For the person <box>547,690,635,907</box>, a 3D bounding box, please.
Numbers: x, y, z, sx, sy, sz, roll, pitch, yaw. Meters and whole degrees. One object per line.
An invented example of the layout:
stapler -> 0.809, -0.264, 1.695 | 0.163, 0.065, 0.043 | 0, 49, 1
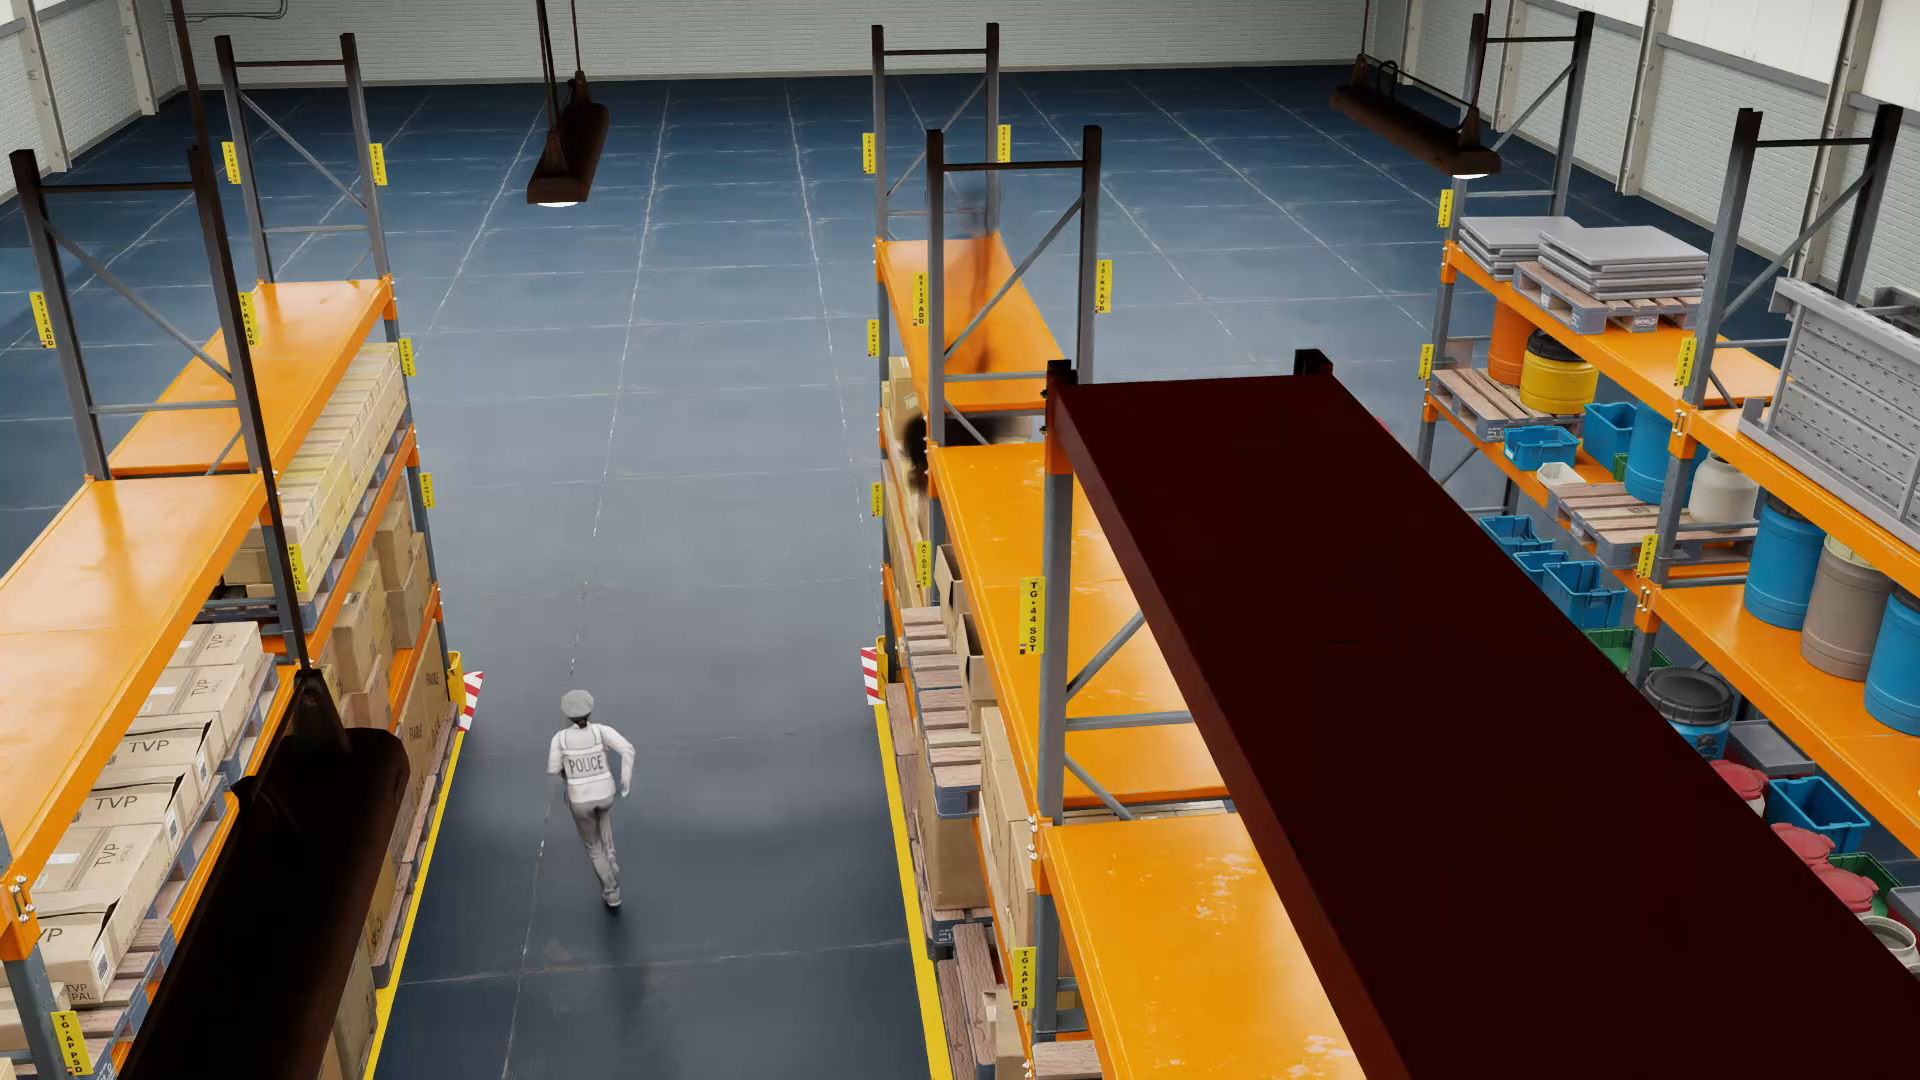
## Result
person -> -2.770, 1.922, 12.563 | 0.599, 1.608, 0.805 | -12, 28, -24
